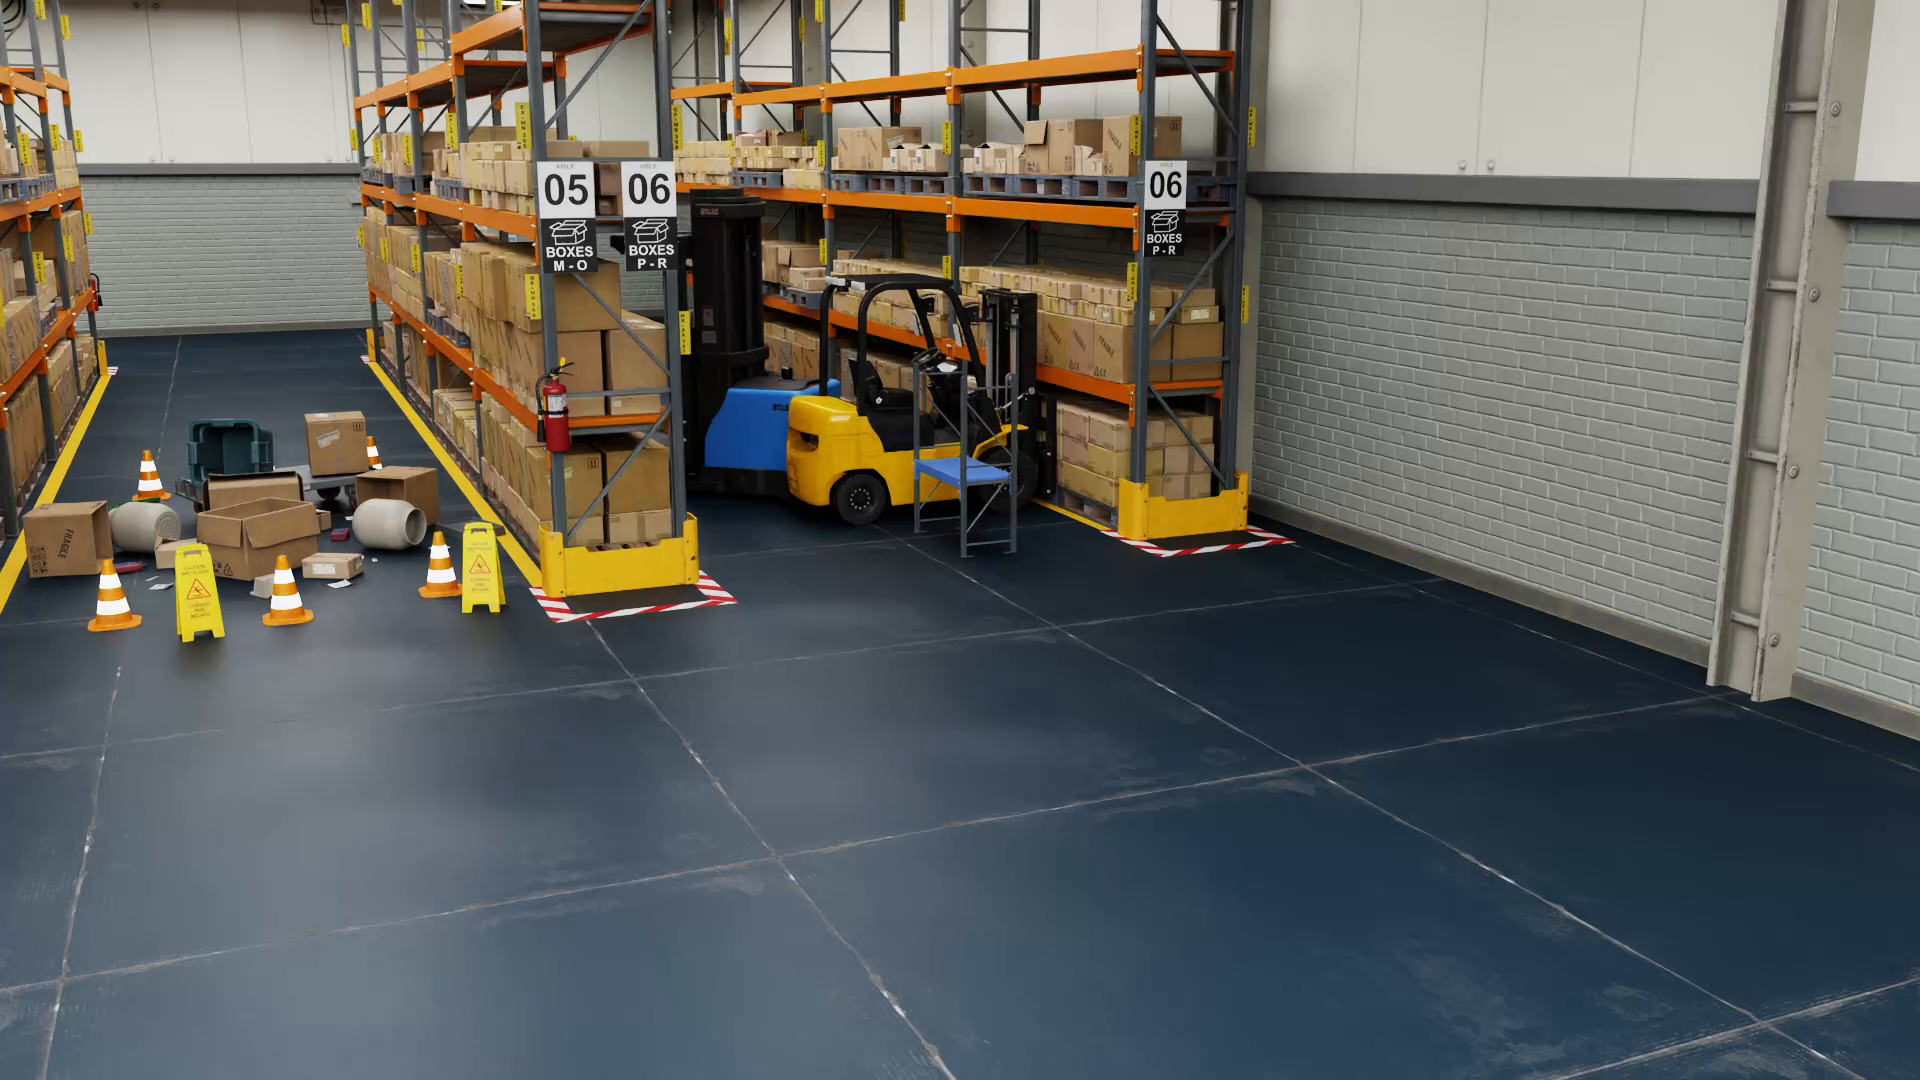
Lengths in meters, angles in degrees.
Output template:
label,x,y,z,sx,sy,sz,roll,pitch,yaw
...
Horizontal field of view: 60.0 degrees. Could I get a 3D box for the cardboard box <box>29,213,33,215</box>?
label,x,y,z,sx,sy,sz,roll,pitch,yaw
cardboard box,-13.158,-4.284,23.128,0.500,0.500,0.500,-6,14,-24

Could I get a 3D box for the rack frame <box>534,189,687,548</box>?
label,x,y,z,sx,sy,sz,roll,pitch,yaw
rack frame,-2.586,-1.095,12.450,1.000,3.000,0.127,-6,14,-23

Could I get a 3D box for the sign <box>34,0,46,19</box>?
label,x,y,z,sx,sy,sz,roll,pitch,yaw
sign,-11.382,-6.613,20.562,0.100,0.325,0.005,-6,14,-23

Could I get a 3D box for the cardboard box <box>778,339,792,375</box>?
label,x,y,z,sx,sy,sz,roll,pitch,yaw
cardboard box,-2.239,-2.570,23.434,0.500,0.500,0.500,-6,14,-25

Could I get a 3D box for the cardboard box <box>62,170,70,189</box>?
label,x,y,z,sx,sy,sz,roll,pitch,yaw
cardboard box,-12.231,-4.826,22.251,0.500,0.250,0.500,-5,14,-21

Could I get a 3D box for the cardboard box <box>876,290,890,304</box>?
label,x,y,z,sx,sy,sz,roll,pitch,yaw
cardboard box,-0.670,-2.937,19.633,0.500,0.250,0.500,-5,14,-22

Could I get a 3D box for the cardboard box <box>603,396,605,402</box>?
label,x,y,z,sx,sy,sz,roll,pitch,yaw
cardboard box,-2.647,-1.113,13.083,0.380,0.149,0.250,-5,14,-22

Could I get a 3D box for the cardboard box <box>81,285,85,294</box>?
label,x,y,z,sx,sy,sz,roll,pitch,yaw
cardboard box,-12.798,-3.613,23.885,0.380,0.149,0.250,-5,14,-21

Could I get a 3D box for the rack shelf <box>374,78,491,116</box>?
label,x,y,z,sx,sy,sz,roll,pitch,yaw
rack shelf,-6.592,-5.539,20.827,1.077,0.370,4.000,-6,14,-23

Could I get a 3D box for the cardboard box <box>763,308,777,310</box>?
label,x,y,z,sx,sy,sz,roll,pitch,yaw
cardboard box,-2.891,-3.379,24.830,0.380,0.149,0.250,-6,14,-24

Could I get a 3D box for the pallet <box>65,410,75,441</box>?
label,x,y,z,sx,sy,sz,roll,pitch,yaw
pallet,-11.082,-1.335,19.670,1.003,0.211,1.213,-6,14,-23

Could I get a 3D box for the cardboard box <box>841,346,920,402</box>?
label,x,y,z,sx,sy,sz,roll,pitch,yaw
cardboard box,-1.007,-2.115,21.190,0.875,0.625,0.625,-5,14,-21

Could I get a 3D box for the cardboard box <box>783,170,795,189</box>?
label,x,y,z,sx,sy,sz,roll,pitch,yaw
cardboard box,-2.075,-4.877,22.469,0.500,0.250,0.500,-6,14,-23

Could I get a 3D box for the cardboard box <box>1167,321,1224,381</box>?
label,x,y,z,sx,sy,sz,roll,pitch,yaw
cardboard box,2.017,-1.721,14.930,0.500,0.500,0.500,-5,14,-21

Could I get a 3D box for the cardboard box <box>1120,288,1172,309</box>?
label,x,y,z,sx,sy,sz,roll,pitch,yaw
cardboard box,1.624,-2.109,14.510,0.380,0.149,0.250,-6,14,-23

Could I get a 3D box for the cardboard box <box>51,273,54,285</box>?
label,x,y,z,sx,sy,sz,roll,pitch,yaw
cardboard box,-11.441,-3.215,20.575,0.380,0.149,0.250,-6,14,-23

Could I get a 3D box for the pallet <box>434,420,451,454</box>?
label,x,y,z,sx,sy,sz,roll,pitch,yaw
pallet,-5.479,-1.228,19.208,1.003,0.211,1.213,-6,14,-23

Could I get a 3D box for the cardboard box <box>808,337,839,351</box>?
label,x,y,z,sx,sy,sz,roll,pitch,yaw
cardboard box,-1.812,-2.633,22.267,0.380,0.149,0.250,-6,15,-26

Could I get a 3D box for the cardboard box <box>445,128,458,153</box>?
label,x,y,z,sx,sy,sz,roll,pitch,yaw
cardboard box,-4.966,-4.075,16.966,0.500,0.250,0.500,-5,14,-22

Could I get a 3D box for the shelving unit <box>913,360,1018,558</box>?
label,x,y,z,sx,sy,sz,roll,pitch,yaw
shelving unit,0.034,-0.713,14.125,0.538,1.500,1.048,-6,14,-23

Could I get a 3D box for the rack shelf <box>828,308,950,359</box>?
label,x,y,z,sx,sy,sz,roll,pitch,yaw
rack shelf,-0.443,-2.434,19.828,1.077,0.370,4.000,-6,14,-23

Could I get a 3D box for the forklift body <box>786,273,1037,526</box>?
label,x,y,z,sx,sy,sz,roll,pitch,yaw
forklift body,-0.471,-1.358,15.467,2.313,2.155,1.214,-6,14,-23

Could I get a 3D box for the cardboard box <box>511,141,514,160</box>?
label,x,y,z,sx,sy,sz,roll,pitch,yaw
cardboard box,-3.406,-3.139,13.415,0.380,0.149,0.250,-6,14,-25

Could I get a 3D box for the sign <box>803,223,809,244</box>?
label,x,y,z,sx,sy,sz,roll,pitch,yaw
sign,-2.339,-4.639,25.192,0.100,0.325,0.005,-6,14,-23

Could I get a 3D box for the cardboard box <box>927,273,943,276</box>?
label,x,y,z,sx,sy,sz,roll,pitch,yaw
cardboard box,-0.152,-2.893,18.558,0.380,0.149,0.250,-6,14,-23

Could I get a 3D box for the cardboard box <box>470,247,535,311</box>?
label,x,y,z,sx,sy,sz,roll,pitch,yaw
cardboard box,-3.850,-2.278,14.463,0.700,0.500,0.500,-6,14,-24

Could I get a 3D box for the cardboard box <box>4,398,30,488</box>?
label,x,y,z,sx,sy,sz,roll,pitch,yaw
cardboard box,-9.397,-0.882,15.587,1.050,0.750,0.750,-6,14,-23

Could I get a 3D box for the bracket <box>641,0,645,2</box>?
label,x,y,z,sx,sy,sz,roll,pitch,yaw
bracket,-6.144,-10.708,32.697,0.235,0.232,0.430,-6,14,-23

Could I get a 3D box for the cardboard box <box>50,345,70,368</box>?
label,x,y,z,sx,sy,sz,roll,pitch,yaw
cardboard box,-11.164,-2.220,20.260,0.500,0.250,0.500,-5,14,-20

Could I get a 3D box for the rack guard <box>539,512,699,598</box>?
label,x,y,z,sx,sy,sz,roll,pitch,yaw
rack guard,-2.617,0.107,12.800,1.175,0.500,0.348,-6,14,-23

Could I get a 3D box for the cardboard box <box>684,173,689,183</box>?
label,x,y,z,sx,sy,sz,roll,pitch,yaw
cardboard box,-4.312,-5.935,27.266,0.380,0.149,0.250,-5,14,-22

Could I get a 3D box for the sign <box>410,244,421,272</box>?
label,x,y,z,sx,sy,sz,roll,pitch,yaw
sign,-6.298,-3.261,19.242,0.100,0.325,0.005,-6,14,-23

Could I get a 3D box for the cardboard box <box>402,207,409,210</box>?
label,x,y,z,sx,sy,sz,roll,pitch,yaw
cardboard box,-8.544,-5.147,26.076,0.380,0.149,0.250,-5,14,-22

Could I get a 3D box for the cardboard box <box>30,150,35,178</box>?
label,x,y,z,sx,sy,sz,roll,pitch,yaw
cardboard box,-10.478,-4.035,18.277,0.500,0.500,0.500,-6,14,-23

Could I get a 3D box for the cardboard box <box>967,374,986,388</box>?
label,x,y,z,sx,sy,sz,roll,pitch,yaw
cardboard box,0.264,-1.595,17.557,0.500,0.250,0.500,-6,14,-24

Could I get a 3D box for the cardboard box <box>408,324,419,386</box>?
label,x,y,z,sx,sy,sz,roll,pitch,yaw
cardboard box,-7.071,-2.623,22.832,0.875,0.875,0.875,-5,14,-21

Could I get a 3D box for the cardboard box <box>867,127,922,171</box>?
label,x,y,z,sx,sy,sz,roll,pitch,yaw
cardboard box,-0.770,-4.579,19.474,0.500,0.500,0.500,-5,14,-22

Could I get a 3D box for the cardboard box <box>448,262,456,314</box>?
label,x,y,z,sx,sy,sz,roll,pitch,yaw
cardboard box,-4.985,-2.604,17.157,0.500,0.500,0.500,-5,14,-21

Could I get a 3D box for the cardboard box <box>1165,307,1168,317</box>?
label,x,y,z,sx,sy,sz,roll,pitch,yaw
cardboard box,1.905,-2.048,14.906,0.380,0.149,0.250,-6,14,-23

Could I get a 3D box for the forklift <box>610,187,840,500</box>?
label,x,y,z,sx,sy,sz,roll,pitch,yaw
forklift,-2.749,-1.977,16.412,3.031,2.935,1.130,4,14,16

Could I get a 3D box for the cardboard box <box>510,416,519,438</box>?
label,x,y,z,sx,sy,sz,roll,pitch,yaw
cardboard box,-3.556,-0.960,13.932,0.380,0.149,0.250,-5,14,-21

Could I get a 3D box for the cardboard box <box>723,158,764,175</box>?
label,x,y,z,sx,sy,sz,roll,pitch,yaw
cardboard box,-3.269,-5.634,25.081,0.500,0.250,0.500,-6,14,-23

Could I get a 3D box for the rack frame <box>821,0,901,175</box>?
label,x,y,z,sx,sy,sz,roll,pitch,yaw
rack frame,-1.244,-6.120,20.856,1.000,3.000,0.127,-6,14,-23

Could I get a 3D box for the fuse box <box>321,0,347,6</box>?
label,x,y,z,sx,sy,sz,roll,pitch,yaw
fuse box,-11.496,-10.017,30.597,0.513,0.334,0.176,-6,14,-23

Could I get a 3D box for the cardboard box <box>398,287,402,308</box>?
label,x,y,z,sx,sy,sz,roll,pitch,yaw
cardboard box,-7.059,-3.173,21.758,0.500,0.250,0.500,-6,14,-23

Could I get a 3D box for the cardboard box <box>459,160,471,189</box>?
label,x,y,z,sx,sy,sz,roll,pitch,yaw
cardboard box,-4.263,-3.339,15.167,0.500,0.250,0.500,-6,14,-24

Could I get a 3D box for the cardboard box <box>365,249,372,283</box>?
label,x,y,z,sx,sy,sz,roll,pitch,yaw
cardboard box,-9.066,-4.325,26.181,0.500,0.500,0.500,-6,14,-23

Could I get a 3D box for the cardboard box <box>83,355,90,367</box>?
label,x,y,z,sx,sy,sz,roll,pitch,yaw
cardboard box,-12.367,-2.488,23.200,0.380,0.149,0.250,-5,14,-22

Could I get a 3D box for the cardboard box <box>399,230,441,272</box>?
label,x,y,z,sx,sy,sz,roll,pitch,yaw
cardboard box,-6.839,-3.681,21.182,0.500,0.500,0.500,-6,14,-24

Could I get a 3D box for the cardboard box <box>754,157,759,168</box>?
label,x,y,z,sx,sy,sz,roll,pitch,yaw
cardboard box,-2.680,-5.308,23.401,0.380,0.149,0.250,-6,14,-24

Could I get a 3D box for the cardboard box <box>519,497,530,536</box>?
label,x,y,z,sx,sy,sz,roll,pitch,yaw
cardboard box,-3.357,-0.211,13.795,0.500,0.250,0.500,-6,14,-23

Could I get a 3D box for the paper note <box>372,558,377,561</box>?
label,x,y,z,sx,sy,sz,roll,pitch,yaw
paper note,-4.806,0.162,13.649,0.032,0.001,0.123,-6,14,-23

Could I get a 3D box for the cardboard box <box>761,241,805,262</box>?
label,x,y,z,sx,sy,sz,roll,pitch,yaw
cardboard box,-2.650,-4.050,24.063,0.700,0.500,0.500,-5,14,-22

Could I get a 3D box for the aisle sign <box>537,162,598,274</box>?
label,x,y,z,sx,sy,sz,roll,pitch,yaw
aisle sign,-2.827,-2.323,11.989,0.394,0.787,0.004,-6,14,-23

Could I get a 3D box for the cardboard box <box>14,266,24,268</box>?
label,x,y,z,sx,sy,sz,roll,pitch,yaw
cardboard box,-11.027,-3.144,19.608,0.380,0.149,0.250,-6,14,-25
